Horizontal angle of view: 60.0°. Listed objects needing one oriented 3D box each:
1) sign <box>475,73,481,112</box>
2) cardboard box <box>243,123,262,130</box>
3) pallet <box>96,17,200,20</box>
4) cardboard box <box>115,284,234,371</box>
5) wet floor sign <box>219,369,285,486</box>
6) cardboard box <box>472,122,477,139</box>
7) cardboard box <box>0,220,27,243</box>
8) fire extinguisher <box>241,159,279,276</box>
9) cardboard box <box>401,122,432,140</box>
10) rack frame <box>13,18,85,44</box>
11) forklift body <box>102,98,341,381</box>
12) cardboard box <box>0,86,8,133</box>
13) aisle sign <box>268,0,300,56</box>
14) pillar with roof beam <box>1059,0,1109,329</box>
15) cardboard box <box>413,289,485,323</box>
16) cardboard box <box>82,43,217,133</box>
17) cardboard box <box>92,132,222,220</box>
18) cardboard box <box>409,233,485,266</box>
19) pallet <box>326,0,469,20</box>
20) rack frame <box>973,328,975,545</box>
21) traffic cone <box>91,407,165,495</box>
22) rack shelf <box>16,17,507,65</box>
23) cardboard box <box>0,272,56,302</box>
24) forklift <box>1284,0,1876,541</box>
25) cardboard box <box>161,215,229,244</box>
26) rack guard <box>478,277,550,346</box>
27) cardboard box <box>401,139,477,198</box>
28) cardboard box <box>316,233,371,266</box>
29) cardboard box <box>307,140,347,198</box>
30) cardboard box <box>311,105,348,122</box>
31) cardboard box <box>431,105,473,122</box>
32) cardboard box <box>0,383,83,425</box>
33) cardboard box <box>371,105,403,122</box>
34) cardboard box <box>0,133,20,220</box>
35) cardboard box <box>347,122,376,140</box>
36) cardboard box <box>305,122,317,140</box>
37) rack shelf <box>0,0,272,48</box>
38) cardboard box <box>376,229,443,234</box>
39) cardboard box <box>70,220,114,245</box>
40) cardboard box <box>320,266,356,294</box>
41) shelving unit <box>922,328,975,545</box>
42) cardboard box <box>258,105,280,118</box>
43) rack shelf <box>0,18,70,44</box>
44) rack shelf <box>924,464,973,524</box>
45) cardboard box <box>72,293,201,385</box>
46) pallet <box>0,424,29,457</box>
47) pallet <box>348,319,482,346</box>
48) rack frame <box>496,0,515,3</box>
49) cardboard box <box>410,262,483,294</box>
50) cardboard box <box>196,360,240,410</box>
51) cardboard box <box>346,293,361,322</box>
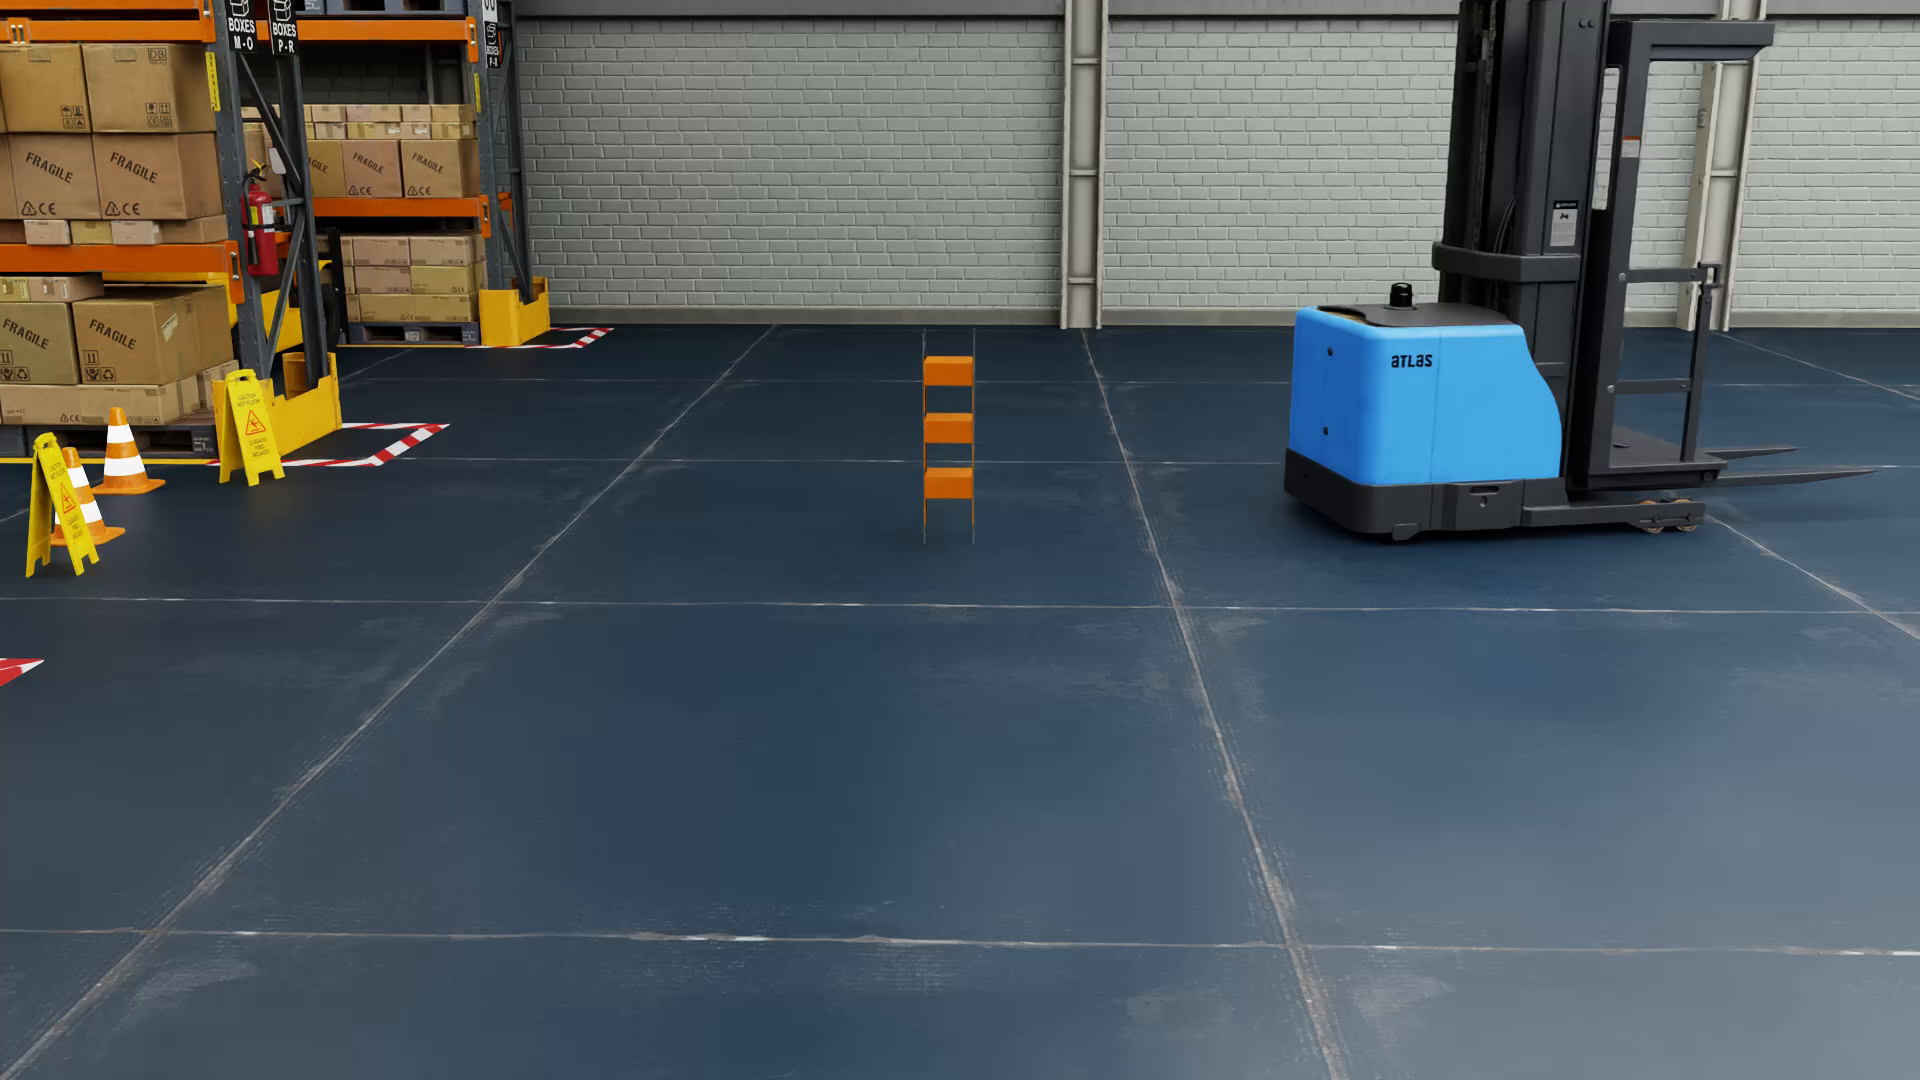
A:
[{"bbox_3d":[-4.178,-3.874,14.410,0.005,0.325,0.100,0,15,1],"label":"sign"},{"bbox_3d":[-6.292,-3.642,14.796,0.250,0.149,0.380,0,15,0],"label":"cardboard box"},{"bbox_3d":[-7.296,-4.773,14.843,1.213,0.211,1.003,0,15,1],"label":"pallet"},{"bbox_3d":[-5.096,-1.384,10.803,0.500,0.500,0.500,0,15,0],"label":"cardboard box"},{"bbox_3d":[-4.111,-0.660,9.575,0.232,0.644,0.267,6,16,21],"label":"wet floor sign"},{"bbox_3d":[-4.483,-3.768,15.276,0.250,0.149,0.380,0,15,0],"label":"cardboard box"},{"bbox_3d":[-5.675,-1.911,10.194,0.250,0.149,0.380,1,15,2],"label":"cardboard box"},{"bbox_3d":[-4.171,-1.916,9.876,0.183,0.674,0.296,0,15,1],"label":"fire extinguisher"},{"bbox_3d":[-4.760,-3.625,14.732,0.250,0.149,0.380,1,15,2],"label":"cardboard box"},{"bbox_3d":[-8.149,-3.364,15.211,0.127,3.000,1.000,0,15,1],"label":"rack frame"},{"bbox_3d":[-6.092,-2.475,13.504,1.214,2.155,2.313,0,15,1],"label":"forklift body"},{"bbox_3d":[-5.808,-2.678,9.870,0.500,0.500,0.700,0,15,1],"label":"cardboard box"},{"bbox_3d":[-4.203,-3.408,10.280,0.004,0.787,0.394,0,15,1],"label":"aisle sign"},{"bbox_3d":[1.065,-5.336,10.926,0.400,9.000,9.100,0,15,1],"label":"pillar with roof beam"},{"bbox_3d":[-4.628,-2.134,15.115,0.500,0.250,0.500,0,15,2],"label":"cardboard box"},{"bbox_3d":[-4.789,-2.695,9.937,0.500,0.500,0.700,0,15,0],"label":"cardboard box"},{"bbox_3d":[-4.823,-2.198,10.010,0.500,0.500,0.500,0,15,0],"label":"cardboard box"},{"bbox_3d":[-4.618,-2.618,14.991,0.500,0.250,0.500,1,15,3],"label":"cardboard box"},{"bbox_3d":[-4.856,-4.757,14.783,1.213,0.211,1.003,0,15,1],"label":"pallet"},{"bbox_3d":[0.068,-0.507,8.204,0.008,1.050,0.200,0,15,1],"label":"rack frame"},{"bbox_3d":[-4.736,-0.519,9.401,0.334,0.463,0.336,0,15,1],"label":"traffic cone"},{"bbox_3d":[-6.149,-4.454,14.870,4.000,0.370,1.077,0,15,1],"label":"rack shelf"},{"bbox_3d":[-5.701,-1.548,10.154,0.250,0.149,0.380,1,15,2],"label":"cardboard box"},{"bbox_3d":[3.337,-1.580,8.582,3.031,2.935,1.130,-3,15,-11],"label":"forklift"},{"bbox_3d":[-4.653,-1.899,10.148,0.250,0.149,0.380,1,15,3],"label":"cardboard box"},{"bbox_3d":[-4.126,-2.129,15.430,0.348,0.500,1.175,0,15,1],"label":"rack guard"},{"bbox_3d":[-4.649,-3.323,14.857,0.500,0.500,0.500,0,15,0],"label":"cardboard box"},{"bbox_3d":[-5.634,-2.621,15.001,0.500,0.250,0.500,1,15,2],"label":"cardboard box"},{"bbox_3d":[-5.679,-3.332,14.892,0.500,0.500,0.500,0,15,0],"label":"cardboard box"},{"bbox_3d":[-5.533,-3.775,14.717,0.250,0.149,0.380,1,15,3],"label":"cardboard box"},{"bbox_3d":[-4.514,-3.792,14.784,0.250,0.149,0.380,0,15,2],"label":"cardboard box"},{"bbox_3d":[-5.606,-0.888,10.391,0.500,0.250,0.500,0,15,2],"label":"cardboard box"},{"bbox_3d":[-5.023,-3.781,14.740,0.250,0.149,0.380,1,15,3],"label":"cardboard box"},{"bbox_3d":[-5.823,-2.206,10.043,0.500,0.500,0.500,0,15,1],"label":"cardboard box"},{"bbox_3d":[-5.265,-3.647,14.814,0.250,0.149,0.380,0,15,1],"label":"cardboard box"},{"bbox_3d":[-5.787,-3.633,14.762,0.250,0.149,0.380,0,15,2],"label":"cardboard box"},{"bbox_3d":[-6.273,-3.188,10.072,4.000,0.370,1.077,0,15,1],"label":"rack shelf"},{"bbox_3d":[-5.125,-2.749,15.485,0.500,0.250,0.500,0,15,2],"label":"cardboard box"},{"bbox_3d":[-5.164,-1.879,10.074,0.250,0.149,0.380,0,15,0],"label":"cardboard box"},{"bbox_3d":[-5.662,-2.381,15.070,0.500,0.250,0.500,0,15,0],"label":"cardboard box"},{"bbox_3d":[-0.053,-0.508,8.207,0.252,1.050,0.215,0,15,1],"label":"shelving unit"},{"bbox_3d":[-6.047,-3.801,14.816,0.250,0.149,0.380,1,15,2],"label":"cardboard box"},{"bbox_3d":[-10.148,-4.480,14.969,4.000,0.370,1.077,0,15,1],"label":"rack shelf"},{"bbox_3d":[-0.053,-0.229,8.281,0.240,0.259,0.215,0,15,1],"label":"rack shelf"},{"bbox_3d":[-5.081,-1.247,10.283,0.500,0.500,0.500,0,15,2],"label":"cardboard box"},{"bbox_3d":[-6.377,-0.747,10.759,1.213,0.211,1.003,0,15,1],"label":"pallet"},{"bbox_3d":[-4.916,-1.984,15.446,1.213,0.211,1.003,0,15,1],"label":"pallet"},{"bbox_3d":[-4.150,-6.239,14.347,0.127,3.000,1.000,0,15,1],"label":"rack frame"},{"bbox_3d":[-4.645,-2.377,15.055,0.500,0.250,0.500,0,15,1],"label":"cardboard box"},{"bbox_3d":[-5.073,-1.021,10.898,0.500,0.250,0.500,0,15,1],"label":"cardboard box"},{"bbox_3d":[-5.625,-2.145,15.158,0.500,0.250,0.500,1,15,2],"label":"cardboard box"}]
